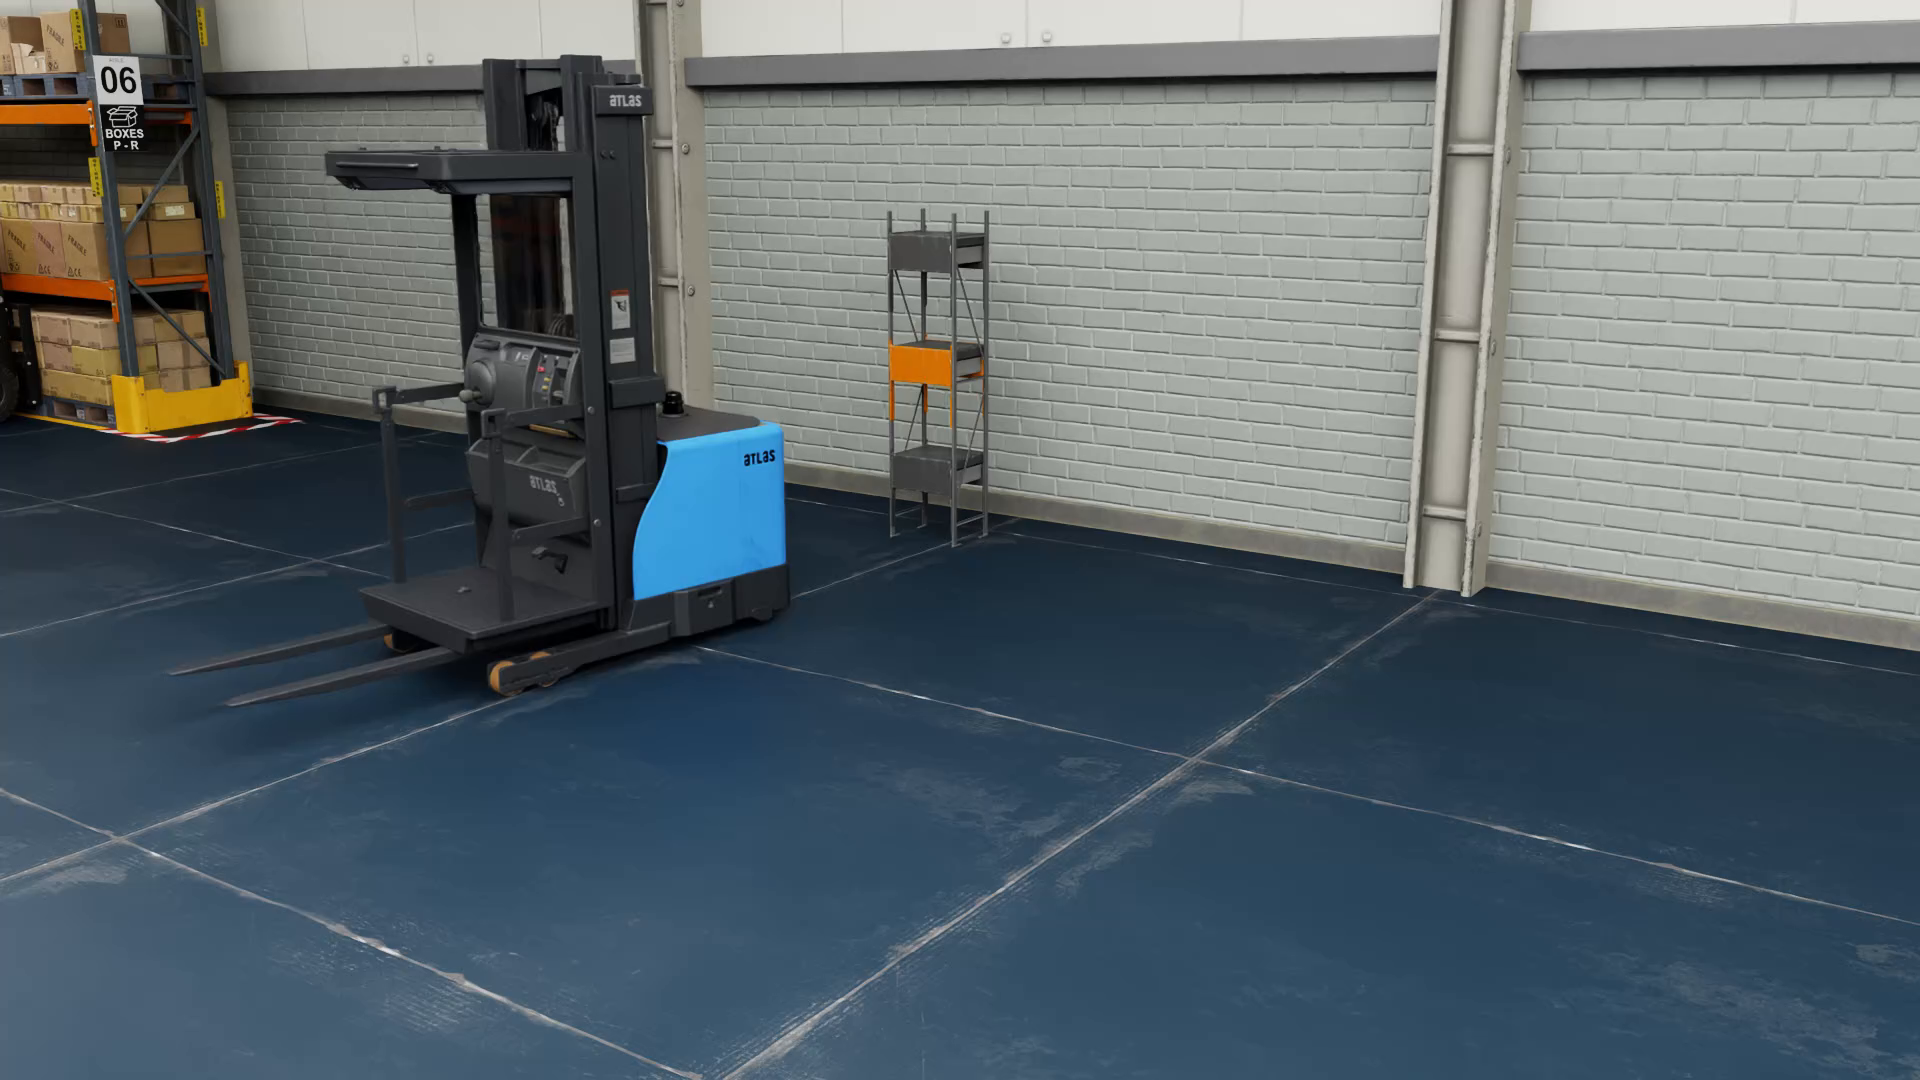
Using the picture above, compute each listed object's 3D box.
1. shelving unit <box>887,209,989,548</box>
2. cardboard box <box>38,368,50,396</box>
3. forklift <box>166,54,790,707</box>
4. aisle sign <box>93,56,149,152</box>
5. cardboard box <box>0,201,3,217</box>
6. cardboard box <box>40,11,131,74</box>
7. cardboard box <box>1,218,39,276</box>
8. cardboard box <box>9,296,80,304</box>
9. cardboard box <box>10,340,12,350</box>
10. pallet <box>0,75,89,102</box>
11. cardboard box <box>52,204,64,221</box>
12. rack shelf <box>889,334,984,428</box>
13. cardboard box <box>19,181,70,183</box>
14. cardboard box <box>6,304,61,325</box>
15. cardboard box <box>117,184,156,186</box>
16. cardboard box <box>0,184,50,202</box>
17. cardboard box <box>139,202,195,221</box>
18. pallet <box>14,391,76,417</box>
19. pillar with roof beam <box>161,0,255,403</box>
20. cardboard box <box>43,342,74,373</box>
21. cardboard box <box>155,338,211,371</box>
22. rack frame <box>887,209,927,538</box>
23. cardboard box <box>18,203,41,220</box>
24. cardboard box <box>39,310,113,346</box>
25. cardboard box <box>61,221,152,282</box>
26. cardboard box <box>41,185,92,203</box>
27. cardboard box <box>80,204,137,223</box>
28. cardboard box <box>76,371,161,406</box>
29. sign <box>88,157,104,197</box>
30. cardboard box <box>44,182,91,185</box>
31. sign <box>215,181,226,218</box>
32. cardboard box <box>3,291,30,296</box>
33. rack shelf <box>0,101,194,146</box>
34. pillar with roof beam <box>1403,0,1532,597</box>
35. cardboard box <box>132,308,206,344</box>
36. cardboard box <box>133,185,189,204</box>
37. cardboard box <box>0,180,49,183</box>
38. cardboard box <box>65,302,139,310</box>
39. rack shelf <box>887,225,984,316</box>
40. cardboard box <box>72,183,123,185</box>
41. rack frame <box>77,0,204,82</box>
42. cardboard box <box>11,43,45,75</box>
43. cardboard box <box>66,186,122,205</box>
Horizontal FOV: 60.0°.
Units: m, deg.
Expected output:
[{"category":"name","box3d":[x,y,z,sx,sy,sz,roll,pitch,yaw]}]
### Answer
[{"category":"shelving unit","box3d":[-0.137,-1.041,10.661,0.503,2.100,0.431,9,17,33]},{"category":"cardboard box","box3d":[-8.431,-1.529,15.606,0.500,0.250,0.500,9,17,33]},{"category":"forklift","box3d":[-2.303,-0.823,8.047,1.130,2.935,3.031,13,19,42]},{"category":"aisle sign","box3d":[-7.156,-3.717,14.186,0.004,0.787,0.394,9,17,33]},{"category":"cardboard box","box3d":[-8.726,-3.095,15.526,0.250,0.149,0.380,9,17,32]},{"category":"cardboard box","box3d":[-7.550,-4.290,14.380,0.500,0.500,0.500,10,17,35]},{"category":"cardboard box","box3d":[-8.453,-2.725,15.380,0.500,0.500,0.500,9,16,32]},{"category":"cardboard box","box3d":[-9.009,-2.251,16.440,0.500,0.250,0.500,9,17,33]},{"category":"cardboard box","box3d":[-8.889,-1.840,15.820,0.500,0.250,0.500,9,17,33]},{"category":"pallet","box3d":[-8.636,-4.199,15.485,1.213,0.211,1.003,9,17,33]},{"category":"cardboard box","box3d":[-7.901,-2.952,14.948,0.250,0.149,0.380,10,17,34]},{"category":"rack shelf","box3d":[-0.137,-1.028,10.664,0.480,0.518,0.431,9,17,33]},{"category":"cardboard box","box3d":[-8.888,-3.406,16.163,0.250,0.149,0.380,9,16,32]},{"category":"cardboard box","box3d":[-8.871,-2.079,15.747,0.500,0.250,0.500,9,16,32]},{"category":"cardboard box","box3d":[-7.632,-3.192,15.300,0.250,0.149,0.380,10,17,34]},{"category":"cardboard box","box3d":[-8.577,-3.188,15.280,0.250,0.149,0.380,10,17,34]},{"category":"cardboard box","box3d":[-7.184,-2.983,15.074,0.250,0.149,0.380,9,16,31]},{"category":"pallet","box3d":[-8.713,-1.427,16.148,1.213,0.211,1.003,9,17,33]},{"category":"pillar with roof beam","box3d":[-9.524,-4.849,11.686,0.400,9.000,9.100,9,17,33]},{"category":"cardboard box","box3d":[-8.035,-1.707,15.283,0.500,0.250,0.500,9,17,32]},{"category":"cardboard box","box3d":[-7.321,-1.739,15.413,0.500,0.250,0.500,10,17,34]},{"category":"rack frame","box3d":[-0.340,-1.074,10.793,0.015,2.100,0.400,9,17,33]},{"category":"cardboard box","box3d":[-8.348,-3.014,15.198,0.250,0.149,0.380,9,16,31]},{"category":"cardboard box","box3d":[-8.030,-1.944,15.201,0.500,0.250,0.500,10,17,34]},{"category":"cardboard box","box3d":[-7.602,-2.585,14.814,0.500,0.500,0.500,9,16,32]},{"category":"cardboard box","box3d":[-8.081,-3.141,15.093,0.250,0.149,0.380,9,17,33]},{"category":"cardboard box","box3d":[-7.491,-2.877,14.643,0.250,0.149,0.380,9,17,34]},{"category":"cardboard box","box3d":[-7.613,-1.392,15.051,0.500,0.250,0.500,9,17,33]},{"category":"sign","box3d":[-7.361,-3.093,14.174,0.005,0.325,0.100,9,17,33]},{"category":"cardboard box","box3d":[-8.474,-3.331,15.860,0.250,0.149,0.380,9,17,33]},{"category":"sign","box3d":[-6.732,-3.091,15.101,0.005,0.325,0.100,9,17,33]},{"category":"cardboard box","box3d":[-9.850,-2.386,16.987,0.500,0.250,0.500,10,17,34]},{"category":"rack shelf","box3d":[-8.706,-3.898,15.581,4.000,0.370,1.077,9,17,33]},{"category":"pillar with roof beam","box3d":[0.433,-3.240,5.185,0.400,9.000,9.100,9,17,33]},{"category":"cardboard box","box3d":[-7.340,-1.979,15.344,0.500,0.250,0.500,9,16,32]},{"category":"cardboard box","box3d":[-7.206,-3.118,14.999,0.250,0.149,0.380,9,16,32]},{"category":"cardboard box","box3d":[-9.278,-3.488,16.496,0.250,0.149,0.380,9,16,32]},{"category":"cardboard box","box3d":[-8.166,-2.115,15.891,0.500,0.250,0.500,9,17,32]},{"category":"rack shelf","box3d":[-0.137,-1.708,10.496,0.480,0.518,0.431,9,17,33]},{"category":"cardboard box","box3d":[-8.061,-3.259,15.569,0.250,0.149,0.380,10,17,35]},{"category":"rack frame","box3d":[-7.047,-5.435,14.050,0.127,3.000,1.000,9,17,33]},{"category":"cardboard box","box3d":[-8.114,-4.250,14.706,0.258,0.266,0.396,9,17,33]},{"category":"cardboard box","box3d":[-7.684,-3.063,14.778,0.250,0.149,0.380,9,17,33]}]
